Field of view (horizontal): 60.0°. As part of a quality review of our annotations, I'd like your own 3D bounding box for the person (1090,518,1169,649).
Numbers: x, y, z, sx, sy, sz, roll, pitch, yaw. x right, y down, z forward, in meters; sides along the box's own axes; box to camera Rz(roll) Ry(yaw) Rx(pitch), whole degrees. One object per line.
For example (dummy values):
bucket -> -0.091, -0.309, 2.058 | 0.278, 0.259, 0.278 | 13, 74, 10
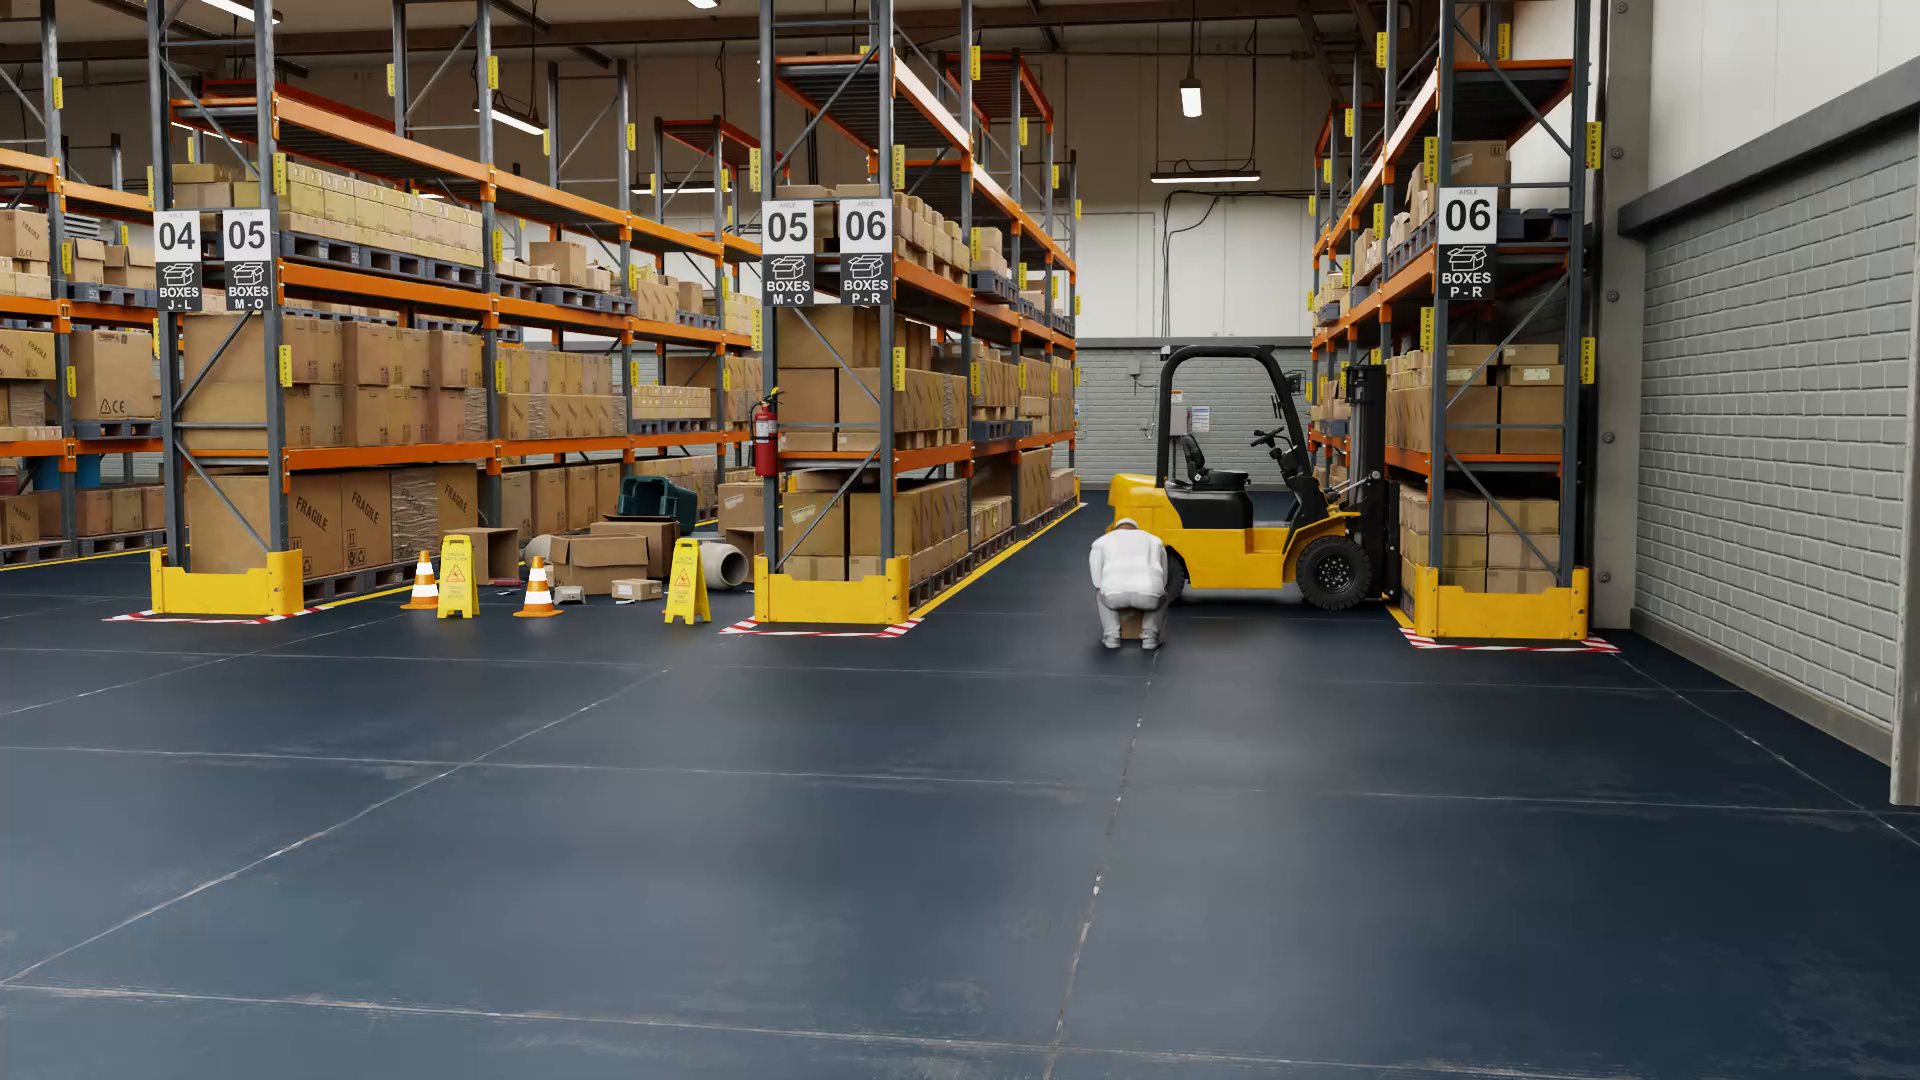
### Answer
person -> 1.175, 0.311, 11.589 | 0.560, 0.892, 0.901 | 1, 4, 9
